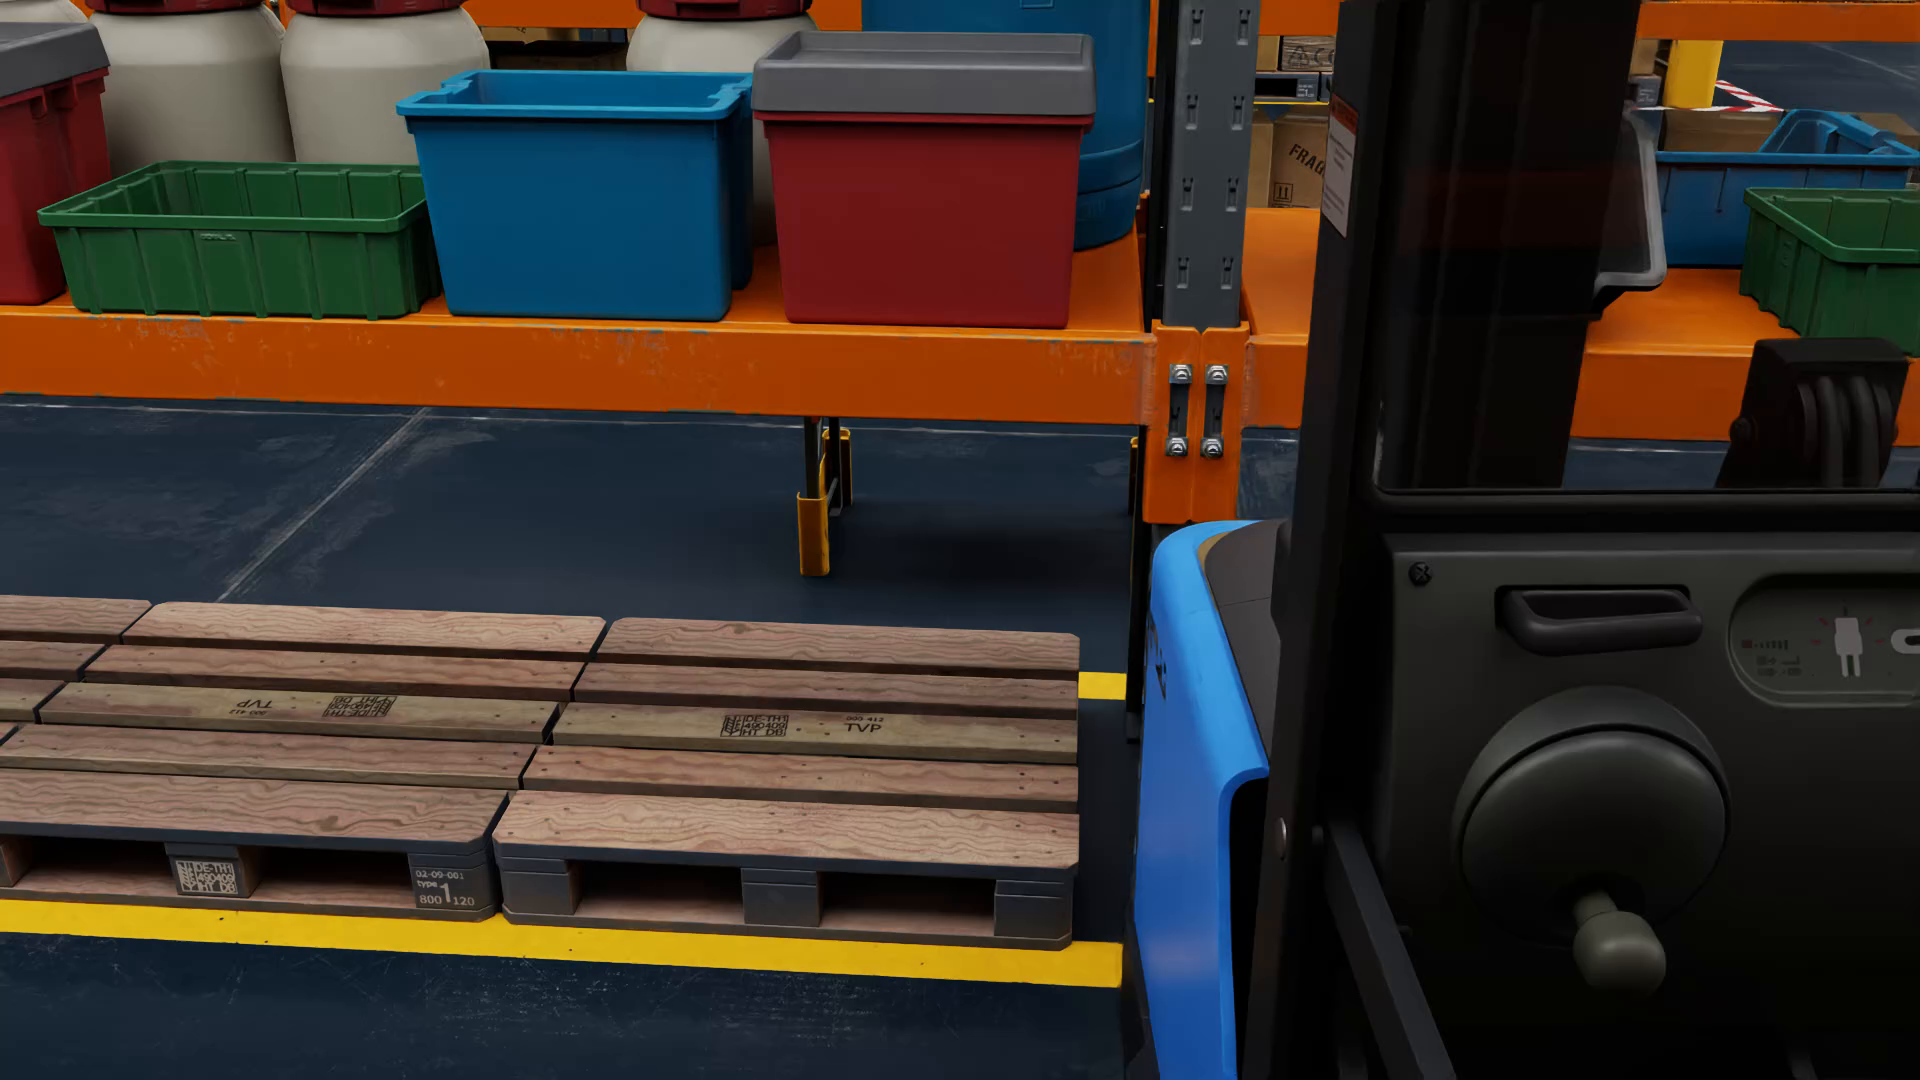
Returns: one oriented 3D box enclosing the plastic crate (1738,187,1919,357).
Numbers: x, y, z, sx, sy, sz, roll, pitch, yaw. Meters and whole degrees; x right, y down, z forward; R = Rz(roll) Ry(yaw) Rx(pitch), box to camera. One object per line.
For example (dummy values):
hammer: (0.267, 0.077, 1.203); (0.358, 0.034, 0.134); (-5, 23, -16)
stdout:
plastic crate: (1.788, -0.479, 2.955); (0.662, 0.188, 0.450); (2, 25, 4)

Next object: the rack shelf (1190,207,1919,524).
rack shelf: (2.450, -0.345, 3.272); (4.000, 0.370, 1.077); (2, 25, 4)

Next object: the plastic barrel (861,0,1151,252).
plastic barrel: (0.094, -1.102, 3.458); (0.708, 0.901, 0.600); (2, 25, 4)

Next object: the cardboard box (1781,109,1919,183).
cardboard box: (4.202, -1.755, 7.963); (0.500, 0.500, 0.500); (6, 25, 14)

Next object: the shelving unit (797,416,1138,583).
shelving unit: (0.076, -0.679, 4.931); (1.083, 1.500, 0.587); (2, 25, 4)

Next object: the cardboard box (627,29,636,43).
cardboard box: (-2.072, -4.104, 12.770); (0.750, 0.750, 1.050); (2, 25, 3)

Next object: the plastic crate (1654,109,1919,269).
plastic crate: (1.581, -0.746, 3.461); (0.616, 0.251, 0.499); (2, 25, 4)

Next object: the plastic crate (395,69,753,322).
plastic crate: (-0.667, -0.634, 3.059); (0.575, 0.384, 0.392); (2, 25, 4)

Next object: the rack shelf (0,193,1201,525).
rack shelf: (-1.538, -0.473, 3.551); (4.000, 0.370, 1.077); (2, 25, 4)

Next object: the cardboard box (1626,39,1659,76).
cardboard box: (4.623, -3.956, 12.299); (0.875, 0.875, 0.875); (2, 25, 4)

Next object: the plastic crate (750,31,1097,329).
plastic crate: (-0.050, -0.653, 3.004); (0.583, 0.464, 0.402); (2, 25, 4)

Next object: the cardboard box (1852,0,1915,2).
cardboard box: (4.021, -2.476, 7.343); (0.250, 0.149, 0.380); (2, 25, 4)

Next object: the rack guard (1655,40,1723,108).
rack guard: (5.328, -3.600, 12.476); (0.348, 0.500, 1.175); (2, 25, 4)

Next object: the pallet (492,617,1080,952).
pallet: (-0.330, 0.522, 3.864); (1.213, 0.211, 1.003); (2, 25, 4)

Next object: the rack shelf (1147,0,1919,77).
rack shelf: (2.830, -2.410, 7.759); (4.000, 0.370, 1.077); (2, 25, 4)

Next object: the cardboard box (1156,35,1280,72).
cardboard box: (1.938, -4.041, 12.482); (0.875, 0.875, 0.875); (2, 25, 5)

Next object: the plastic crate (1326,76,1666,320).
plastic crate: (0.969, -0.638, 3.123); (0.504, 0.338, 0.767); (2, 25, 4)

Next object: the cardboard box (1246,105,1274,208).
cardboard box: (1.231, -1.826, 8.118); (0.500, 0.500, 0.500); (1, 25, 2)

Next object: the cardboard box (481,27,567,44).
cardboard box: (-3.348, -3.960, 12.755); (0.500, 0.500, 0.500); (2, 25, 4)

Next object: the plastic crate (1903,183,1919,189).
plastic crate: (2.095, -0.670, 3.433); (0.437, 0.136, 0.530); (2, 25, 4)

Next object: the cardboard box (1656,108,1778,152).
cardboard box: (3.604, -1.759, 7.973); (0.500, 0.500, 0.500); (8, 26, 18)

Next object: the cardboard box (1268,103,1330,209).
cardboard box: (1.803, -1.811, 8.085); (0.500, 0.500, 0.500); (10, 27, 21)

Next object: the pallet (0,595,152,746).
pallet: (-2.762, 0.444, 4.033); (1.213, 0.211, 1.003); (2, 25, 4)

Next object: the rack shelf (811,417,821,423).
rack shelf: (0.085, -0.515, 5.006); (1.000, 0.185, 0.538); (2, 25, 4)

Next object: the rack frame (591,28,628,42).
rack frame: (-2.672, -4.992, 12.511); (0.127, 3.000, 1.000); (2, 25, 4)

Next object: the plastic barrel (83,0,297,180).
plastic barrel: (-1.644, -0.957, 3.579); (0.433, 0.535, 0.433); (0, 25, 0)

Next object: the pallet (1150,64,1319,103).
pallet: (2.068, -3.541, 12.692); (1.213, 0.211, 1.003); (2, 25, 4)

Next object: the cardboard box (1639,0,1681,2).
cardboard box: (3.020, -2.486, 7.364); (0.250, 0.149, 0.380); (2, 25, 4)

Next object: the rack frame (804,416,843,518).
rack frame: (-0.422, -0.695, 4.966); (0.032, 1.500, 0.500); (2, 25, 4)

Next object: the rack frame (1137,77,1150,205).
rack frame: (0.836, -2.800, 7.747); (0.127, 3.000, 1.000); (2, 25, 4)

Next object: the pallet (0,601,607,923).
pallet: (-1.549, 0.484, 3.946); (1.213, 0.211, 1.003); (2, 25, 4)

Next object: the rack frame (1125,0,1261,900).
rack frame: (0.456, -0.736, 3.261); (0.127, 3.000, 1.000); (2, 25, 4)

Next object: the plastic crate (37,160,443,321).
plastic crate: (-1.302, -0.578, 3.171); (0.662, 0.188, 0.450); (2, 25, 4)

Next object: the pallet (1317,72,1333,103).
pallet: (3.288, -3.503, 12.610); (1.213, 0.211, 1.003); (2, 25, 4)

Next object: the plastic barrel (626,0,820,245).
plastic barrel: (-0.481, -0.920, 3.498); (0.433, 0.535, 0.433); (0, 25, 0)

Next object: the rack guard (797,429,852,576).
rack guard: (-0.421, -0.127, 5.227); (0.087, 0.250, 0.587); (2, 25, 4)

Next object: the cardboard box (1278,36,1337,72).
cardboard box: (2.837, -4.013, 12.423); (0.875, 0.875, 0.875); (2, 25, 4)

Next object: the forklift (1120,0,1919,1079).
forklift: (0.841, 0.222, 1.262); (1.130, 2.935, 3.031); (0, 25, -1)

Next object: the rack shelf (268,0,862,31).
rack shelf: (-1.159, -2.538, 8.037); (4.000, 0.370, 1.077); (2, 25, 4)

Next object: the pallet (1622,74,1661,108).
pallet: (4.501, -3.463, 12.523); (1.213, 0.211, 1.003); (2, 25, 4)

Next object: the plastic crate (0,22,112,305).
plastic crate: (-1.944, -0.714, 3.136); (0.583, 0.464, 0.402); (2, 25, 4)

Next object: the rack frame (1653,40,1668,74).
rack frame: (5.304, -4.736, 11.955); (0.127, 3.000, 1.000); (2, 25, 4)

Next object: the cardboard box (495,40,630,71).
cardboard box: (-1.953, -2.312, 8.252); (0.500, 0.250, 0.500); (5, 25, 10)

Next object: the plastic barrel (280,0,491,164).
plastic barrel: (-1.212, -0.943, 3.549); (0.433, 0.535, 0.433); (0, 25, 0)

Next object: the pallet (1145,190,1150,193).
pallet: (1.508, -1.527, 8.316); (1.213, 0.211, 1.003); (2, 25, 4)

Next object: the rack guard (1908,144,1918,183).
rack guard: (4.748, -1.539, 7.997); (0.348, 0.500, 1.175); (2, 25, 4)

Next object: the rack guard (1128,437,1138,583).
rack guard: (0.573, -0.095, 5.158); (0.087, 0.250, 0.587); (2, 25, 4)

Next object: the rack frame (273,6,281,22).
rack frame: (-3.153, -2.928, 8.026); (0.127, 3.000, 1.000); (2, 25, 4)

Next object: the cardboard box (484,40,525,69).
cardboard box: (-2.482, -2.324, 8.280); (0.500, 0.250, 0.500); (3, 25, 6)

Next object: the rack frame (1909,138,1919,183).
rack frame: (4.824, -2.672, 7.469); (0.127, 3.000, 1.000); (2, 25, 4)

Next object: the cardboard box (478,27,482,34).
cardboard box: (-3.866, -3.978, 12.794); (0.500, 0.500, 0.500); (3, 25, 6)

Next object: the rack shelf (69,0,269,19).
rack shelf: (-5.147, -2.666, 8.315); (4.000, 0.370, 1.077); (2, 25, 4)

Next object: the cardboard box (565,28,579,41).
cardboard box: (-3.358, -4.177, 13.226); (0.500, 0.500, 0.500); (1, 25, 2)

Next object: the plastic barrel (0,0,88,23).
plastic barrel: (-2.070, -0.957, 3.609); (0.421, 0.512, 0.421); (0, 25, 0)
